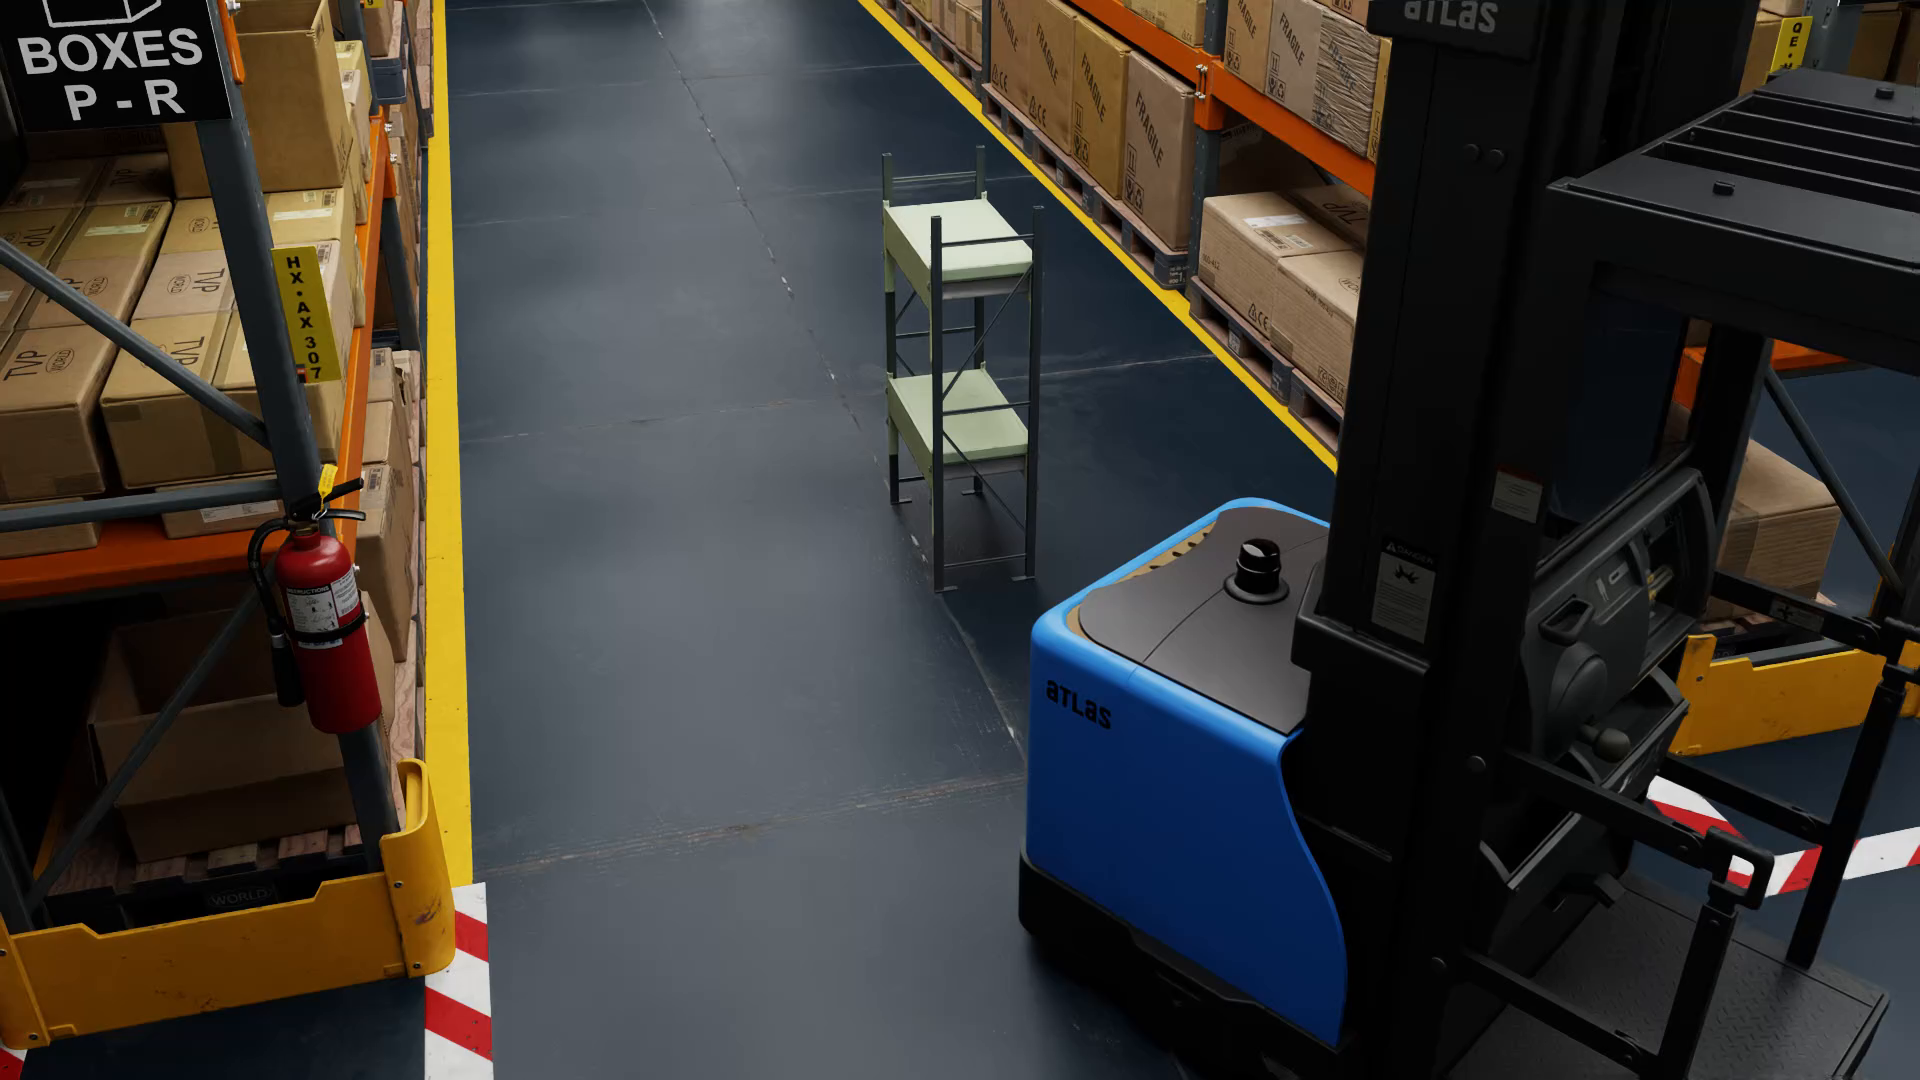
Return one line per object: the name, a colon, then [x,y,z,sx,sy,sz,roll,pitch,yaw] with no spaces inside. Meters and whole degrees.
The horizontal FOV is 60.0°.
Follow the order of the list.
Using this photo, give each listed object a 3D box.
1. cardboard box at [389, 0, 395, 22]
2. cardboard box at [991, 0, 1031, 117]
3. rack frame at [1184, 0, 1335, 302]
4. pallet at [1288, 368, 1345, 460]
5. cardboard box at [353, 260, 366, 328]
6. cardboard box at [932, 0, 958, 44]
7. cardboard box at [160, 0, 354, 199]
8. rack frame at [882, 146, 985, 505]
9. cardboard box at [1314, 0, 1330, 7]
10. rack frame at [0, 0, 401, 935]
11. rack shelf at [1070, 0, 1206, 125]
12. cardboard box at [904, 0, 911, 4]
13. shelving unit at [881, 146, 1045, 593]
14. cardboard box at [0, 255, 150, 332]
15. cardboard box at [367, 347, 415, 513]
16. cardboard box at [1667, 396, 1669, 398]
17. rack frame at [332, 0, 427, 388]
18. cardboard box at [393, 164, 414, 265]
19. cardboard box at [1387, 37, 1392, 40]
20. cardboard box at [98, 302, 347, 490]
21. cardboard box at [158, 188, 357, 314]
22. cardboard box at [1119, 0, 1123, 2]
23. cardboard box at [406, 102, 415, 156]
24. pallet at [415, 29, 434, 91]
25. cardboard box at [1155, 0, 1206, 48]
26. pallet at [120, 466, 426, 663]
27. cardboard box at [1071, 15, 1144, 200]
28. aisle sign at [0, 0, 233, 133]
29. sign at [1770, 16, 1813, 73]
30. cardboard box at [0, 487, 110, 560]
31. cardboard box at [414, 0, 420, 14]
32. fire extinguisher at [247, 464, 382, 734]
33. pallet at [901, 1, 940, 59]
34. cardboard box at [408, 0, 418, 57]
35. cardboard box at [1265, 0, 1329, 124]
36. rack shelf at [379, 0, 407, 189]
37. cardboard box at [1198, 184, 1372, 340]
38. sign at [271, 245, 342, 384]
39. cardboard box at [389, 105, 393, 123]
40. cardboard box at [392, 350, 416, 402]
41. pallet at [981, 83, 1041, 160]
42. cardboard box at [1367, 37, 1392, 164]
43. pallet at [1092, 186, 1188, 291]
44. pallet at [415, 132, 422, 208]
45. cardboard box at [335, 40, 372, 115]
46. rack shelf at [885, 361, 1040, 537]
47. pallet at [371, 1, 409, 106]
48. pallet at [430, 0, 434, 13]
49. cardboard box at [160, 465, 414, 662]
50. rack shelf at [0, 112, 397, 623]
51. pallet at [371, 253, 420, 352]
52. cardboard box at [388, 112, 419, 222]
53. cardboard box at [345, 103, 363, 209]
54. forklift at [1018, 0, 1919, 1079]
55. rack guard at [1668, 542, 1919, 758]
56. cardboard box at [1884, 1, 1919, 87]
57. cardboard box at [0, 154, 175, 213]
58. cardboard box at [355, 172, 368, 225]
cardboard box: [-3.118,-2.731,7.956,0.700,0.500,0.500,-8,31,-13]
cardboard box: [0.759,-3.504,11.511,0.875,0.875,0.875,-8,31,-14]
rack frame: [1.717,-2.655,8.342,1.000,3.000,0.127,-8,31,-13]
pallet: [2.171,-0.480,7.368,1.003,0.211,1.213,-8,31,-13]
cardboard box: [-2.123,-0.776,5.348,0.380,0.149,0.250,-9,31,-15]
cardboard box: [0.311,-4.261,13.321,0.950,0.372,0.625,-8,31,-14]
cardboard box: [-2.265,-1.429,5.328,0.500,0.500,0.500,-7,31,-12]
rack frame: [-0.099,-0.829,6.685,0.400,1.500,0.023,-8,31,-13]
cardboard box: [1.738,-2.624,7.191,0.500,0.500,0.500,-8,31,-14]
rack frame: [-2.006,-0.061,3.861,1.000,3.000,0.127,-8,31,-13]
rack shelf: [1.186,-3.309,10.191,1.077,0.370,4.000,-8,31,-13]
cardboard box: [-0.071,-4.963,14.534,0.950,0.372,0.625,-6,31,-10]
shelving unit: [-0.002,-0.652,6.380,0.431,1.500,0.755,-8,31,-13]
cardboard box: [-2.520,-0.561,4.578,0.500,0.250,0.500,-8,31,-13]
cardboard box: [-2.542,-0.388,6.503,0.700,0.500,0.500,-9,31,-15]
cardboard box: [2.256,-0.542,6.831,0.875,0.438,0.875,-7,31,-12]
rack frame: [-3.068,-1.993,7.199,1.000,3.000,0.127,-8,31,-13]
cardboard box: [-3.130,-1.612,8.617,0.500,0.500,0.500,-8,31,-14]
cardboard box: [1.994,-2.131,6.339,0.500,0.500,0.500,-8,31,-14]
cardboard box: [-1.867,-0.380,4.265,0.500,0.250,0.500,-8,31,-13]
cardboard box: [-2.138,-0.868,5.107,0.500,0.250,0.500,-8,31,-14]
cardboard box: [1.105,-3.265,9.547,0.500,0.250,0.500,-9,31,-15]
cardboard box: [-3.687,-2.606,10.334,0.500,0.500,0.500,-8,31,-14]
pallet: [-4.630,-3.709,12.947,1.003,0.211,1.213,-8,31,-13]
cardboard box: [1.355,-2.773,8.696,0.500,0.250,0.500,-9,31,-14]
pallet: [-2.559,0.136,6.304,1.003,0.211,1.213,-8,31,-13]
cardboard box: [1.228,-2.641,10.020,0.875,0.875,0.875,-7,31,-12]
aisle sign: [-1.705,-1.192,3.220,0.394,0.787,0.004,-8,31,-13]
sign: [2.252,-1.261,4.542,0.100,0.325,0.005,-8,31,-13]
cardboard box: [-2.353,-0.077,4.139,0.380,0.149,0.250,-8,31,-14]
cardboard box: [-5.042,-4.760,13.931,0.875,0.625,0.625,-6,31,-11]
fire extinguisher: [-1.521,0.143,3.957,0.296,0.674,0.183,-8,31,-13]
pallet: [0.129,-4.345,14.047,1.003,0.211,1.213,-8,31,-13]
cardboard box: [-4.642,-4.022,12.655,0.875,0.625,0.625,-9,31,-15]
cardboard box: [1.719,-2.193,7.445,0.500,0.500,0.500,-8,31,-13]
rack shelf: [-3.598,-2.648,9.048,1.077,0.370,4.000,-8,31,-13]
cardboard box: [1.780,-1.410,8.330,0.875,0.438,0.875,-8,31,-14]
sign: [-1.483,-0.508,3.769,0.100,0.325,0.005,-8,31,-13]
cardboard box: [-3.429,-2.456,9.428,0.380,0.149,0.250,-9,31,-16]
cardboard box: [-2.637,-0.711,7.410,0.380,0.149,0.250,-9,31,-15]
pallet: [0.792,-2.989,11.703,1.003,0.211,1.213,-8,31,-13]
cardboard box: [1.981,-1.703,6.598,0.500,0.500,0.500,-7,31,-12]
pallet: [1.440,-1.810,9.667,1.003,0.211,1.213,-8,31,-13]
pallet: [-3.968,-2.352,10.603,1.003,0.211,1.213,-8,31,-13]
cardboard box: [-2.697,-1.843,6.793,0.500,0.250,0.500,-7,31,-12]
rack shelf: [-0.002,-0.370,6.543,0.431,0.370,0.720,-8,31,-13]
pallet: [-3.174,-2.310,7.939,1.003,0.211,1.213,-8,31,-13]
pallet: [-5.362,-5.040,15.246,1.003,0.211,1.213,-8,31,-13]
cardboard box: [-2.266,0.113,5.636,0.700,0.500,0.500,-7,31,-11]
rack shelf: [-2.537,-0.716,5.710,1.077,0.370,4.000,-8,31,-13]
pallet: [-3.320,-1.174,8.567,1.003,0.211,1.213,-8,31,-13]
cardboard box: [-3.390,-2.105,9.469,0.500,0.500,0.500,-9,31,-15]
cardboard box: [-2.430,-1.361,5.959,0.500,0.250,0.500,-8,31,-14]
forklift: [1.586,0.195,3.487,3.031,2.935,1.130,25,38,36]
rack guard: [2.785,0.371,5.611,1.175,0.500,0.348,-8,31,-13]
cardboard box: [2.926,-1.468,5.195,0.500,0.500,0.500,-9,31,-14]
cardboard box: [-2.785,-1.053,5.428,0.500,0.250,0.500,-8,31,-13]
cardboard box: [-2.419,-1.269,6.198,0.380,0.149,0.250,-8,31,-14]
